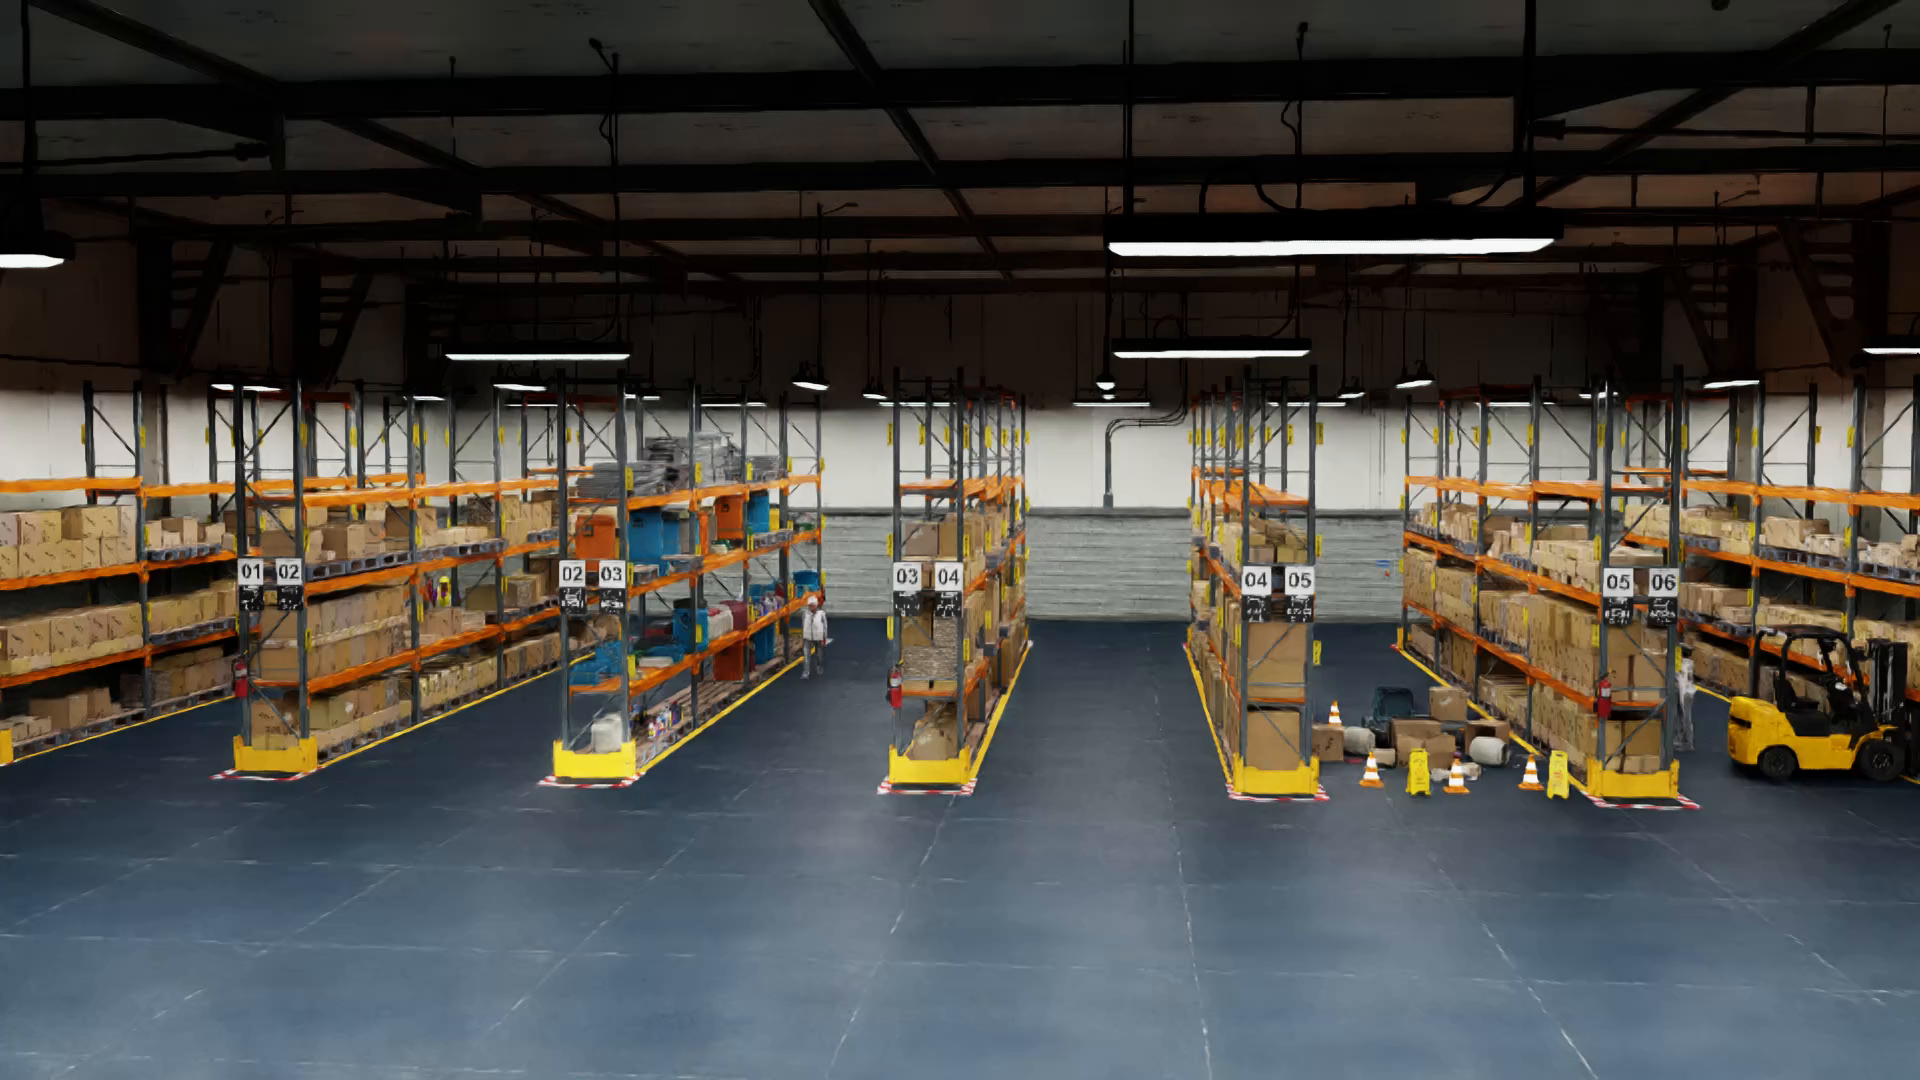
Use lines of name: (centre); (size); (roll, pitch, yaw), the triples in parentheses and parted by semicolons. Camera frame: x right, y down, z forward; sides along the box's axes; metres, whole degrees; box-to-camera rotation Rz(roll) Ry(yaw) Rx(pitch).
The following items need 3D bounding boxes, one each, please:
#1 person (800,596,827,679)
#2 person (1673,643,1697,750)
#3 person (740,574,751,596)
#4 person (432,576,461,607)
person: (-3.018, 2.002, 34.460); (0.543, 1.700, 1.119); (0, 4, 3)
person: (11.578, 2.504, 26.680); (0.459, 1.664, 0.525); (3, 4, 36)
person: (-5.311, 1.614, 41.524); (0.465, 1.592, 0.598); (2, 4, 31)
person: (-12.214, 1.700, 39.508); (0.708, 1.714, 0.578); (0, 4, 3)
